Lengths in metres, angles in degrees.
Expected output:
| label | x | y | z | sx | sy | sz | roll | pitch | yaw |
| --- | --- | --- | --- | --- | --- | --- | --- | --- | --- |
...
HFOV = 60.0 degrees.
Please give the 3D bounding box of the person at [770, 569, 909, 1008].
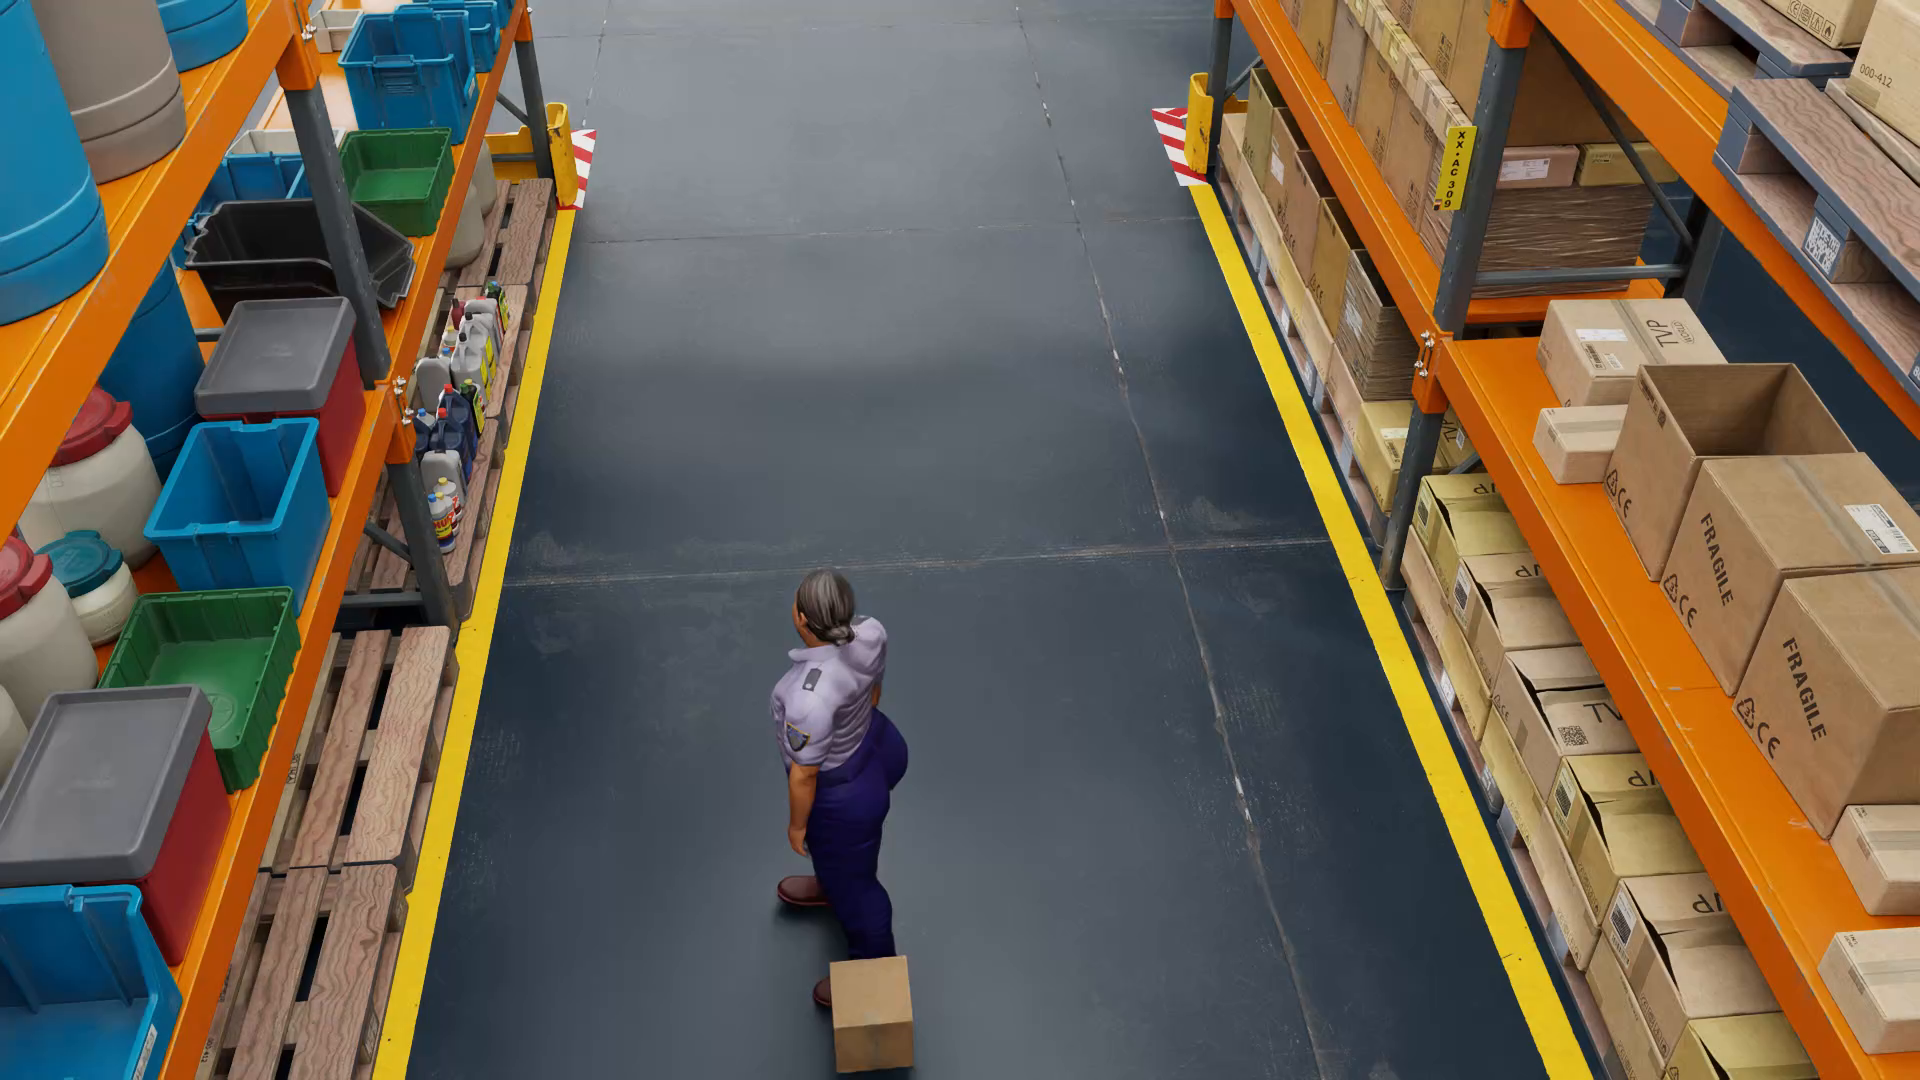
| label | x | y | z | sx | sy | sz | roll | pitch | yaw |
| --- | --- | --- | --- | --- | --- | --- | --- | --- | --- |
| person | -0.421 | 0.739 | 5.233 | 0.532 | 1.647 | 0.568 | 12 | 41 | 14 |
